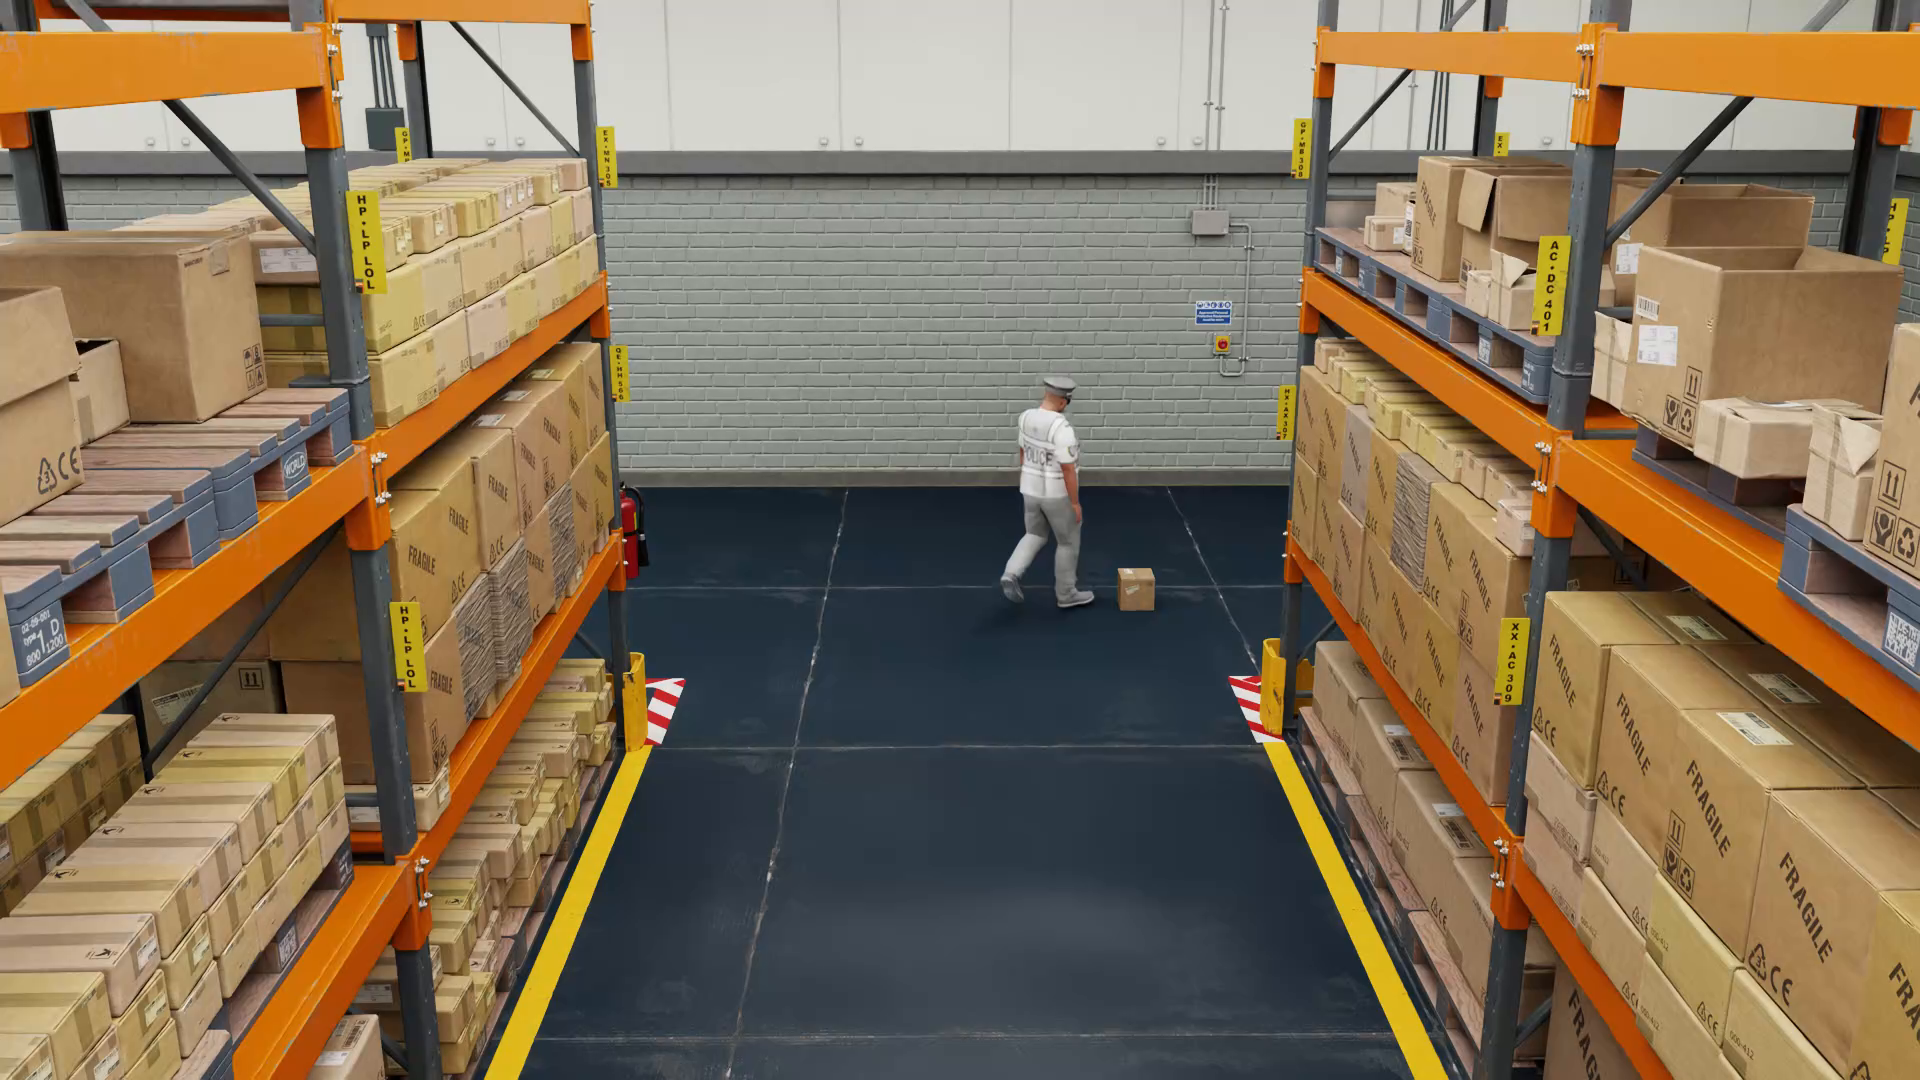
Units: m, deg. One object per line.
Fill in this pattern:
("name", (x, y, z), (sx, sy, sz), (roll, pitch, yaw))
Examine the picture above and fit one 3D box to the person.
("person", (0.640, -0.334, 12.090), (0.743, 1.725, 0.559), (-16, 23, -42))
